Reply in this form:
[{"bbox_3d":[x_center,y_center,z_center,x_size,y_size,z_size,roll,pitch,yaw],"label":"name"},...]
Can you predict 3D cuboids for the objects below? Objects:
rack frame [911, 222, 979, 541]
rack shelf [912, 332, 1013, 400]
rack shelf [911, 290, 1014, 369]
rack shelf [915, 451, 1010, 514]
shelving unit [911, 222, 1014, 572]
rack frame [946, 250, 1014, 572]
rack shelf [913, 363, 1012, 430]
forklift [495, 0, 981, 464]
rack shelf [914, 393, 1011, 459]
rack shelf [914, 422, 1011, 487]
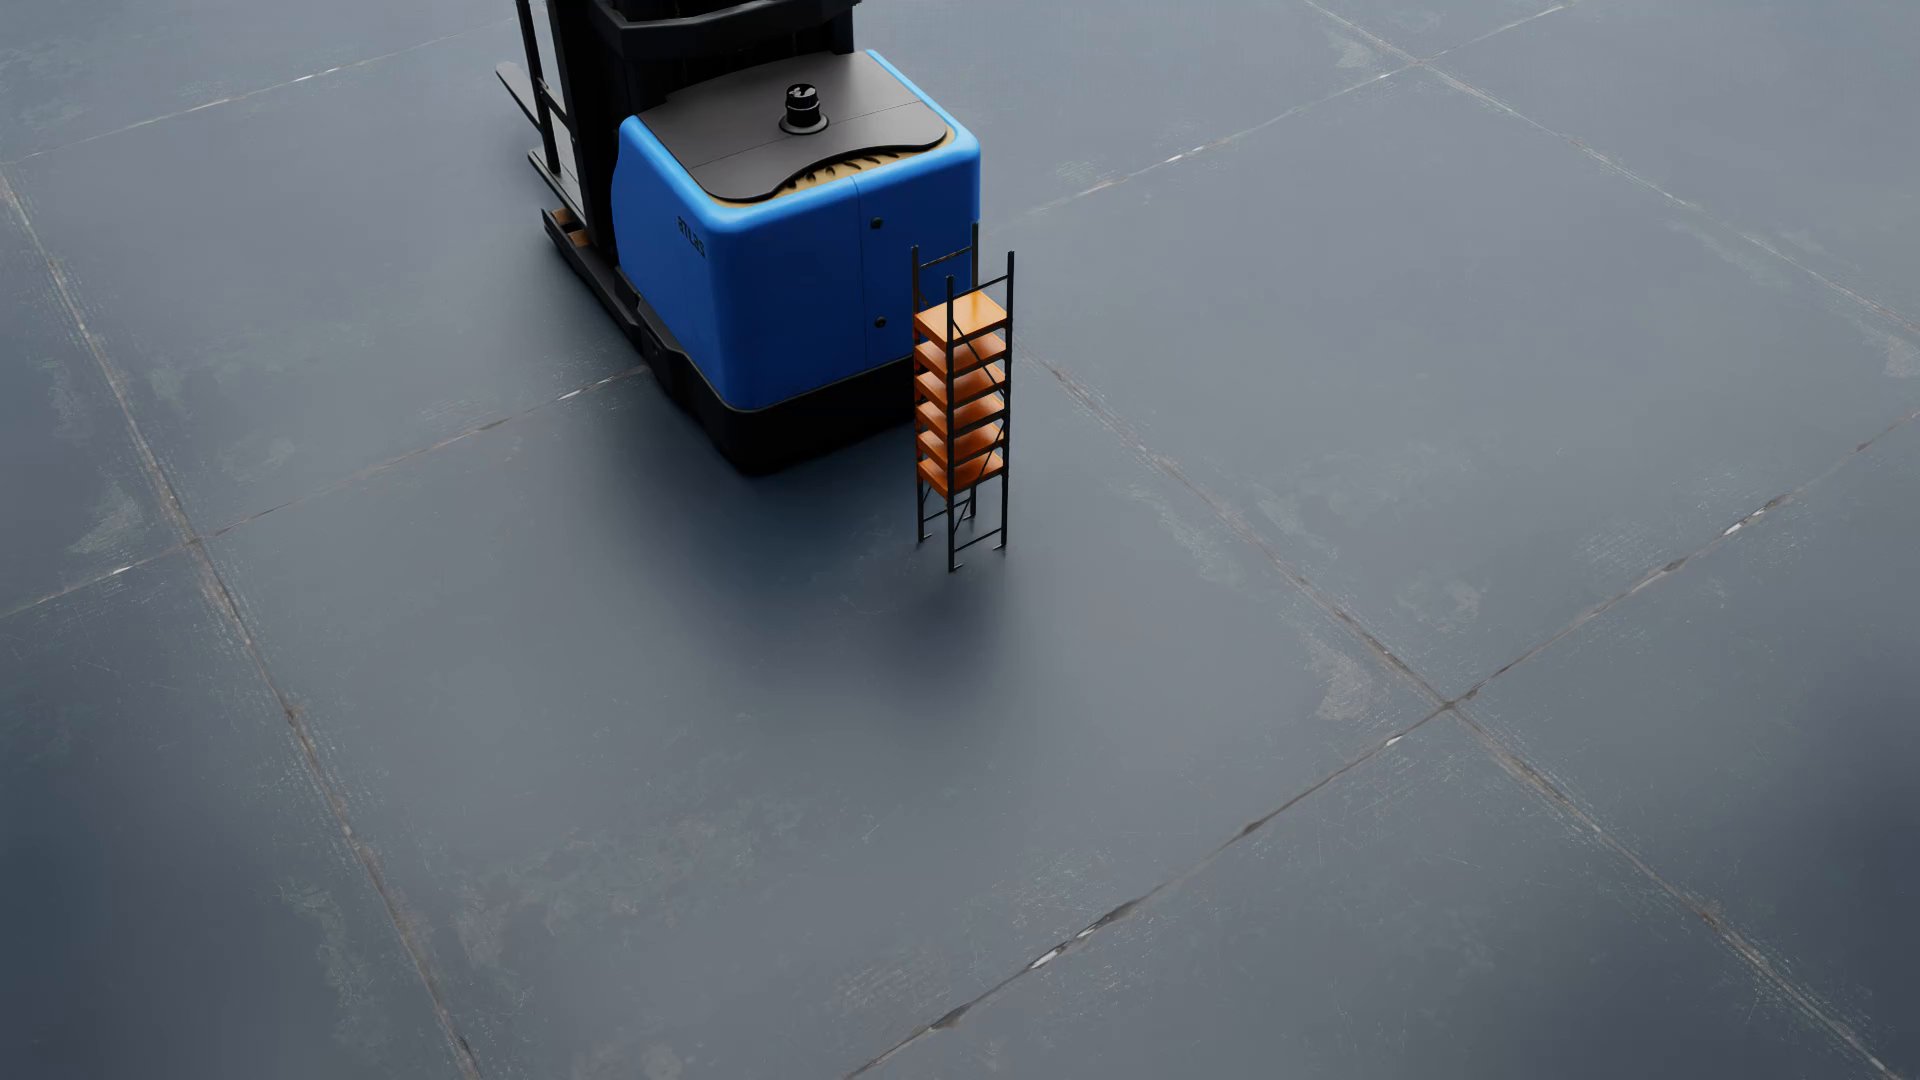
[{"bbox_3d":[-0.044,-0.478,5.381,0.240,1.200,0.006,-26,49,-24],"label":"rack frame"},{"bbox_3d":[0.008,-0.567,5.192,0.258,0.103,0.180,-26,49,-24],"label":"rack shelf"},{"bbox_3d":[0.008,-0.654,5.109,0.258,0.103,0.180,-26,49,-24],"label":"rack shelf"},{"bbox_3d":[0.008,-0.220,5.524,0.258,0.103,0.180,-26,49,-24],"label":"rack shelf"},{"bbox_3d":[0.008,-0.426,5.327,0.258,1.200,0.189,-26,49,-24],"label":"shelving unit"},{"bbox_3d":[0.061,-0.374,5.273,0.240,1.200,0.006,-26,49,-24],"label":"rack frame"},{"bbox_3d":[0.008,-0.480,5.275,0.258,0.103,0.180,-26,49,-24],"label":"rack shelf"},{"bbox_3d":[-1.100,-2.333,6.072,1.130,2.935,3.031,-22,48,-22],"label":"forklift"},{"bbox_3d":[0.008,-0.394,5.358,0.258,0.103,0.180,-26,49,-24],"label":"rack shelf"},{"bbox_3d":[0.008,-0.307,5.441,0.258,0.103,0.180,-26,49,-24],"label":"rack shelf"}]
